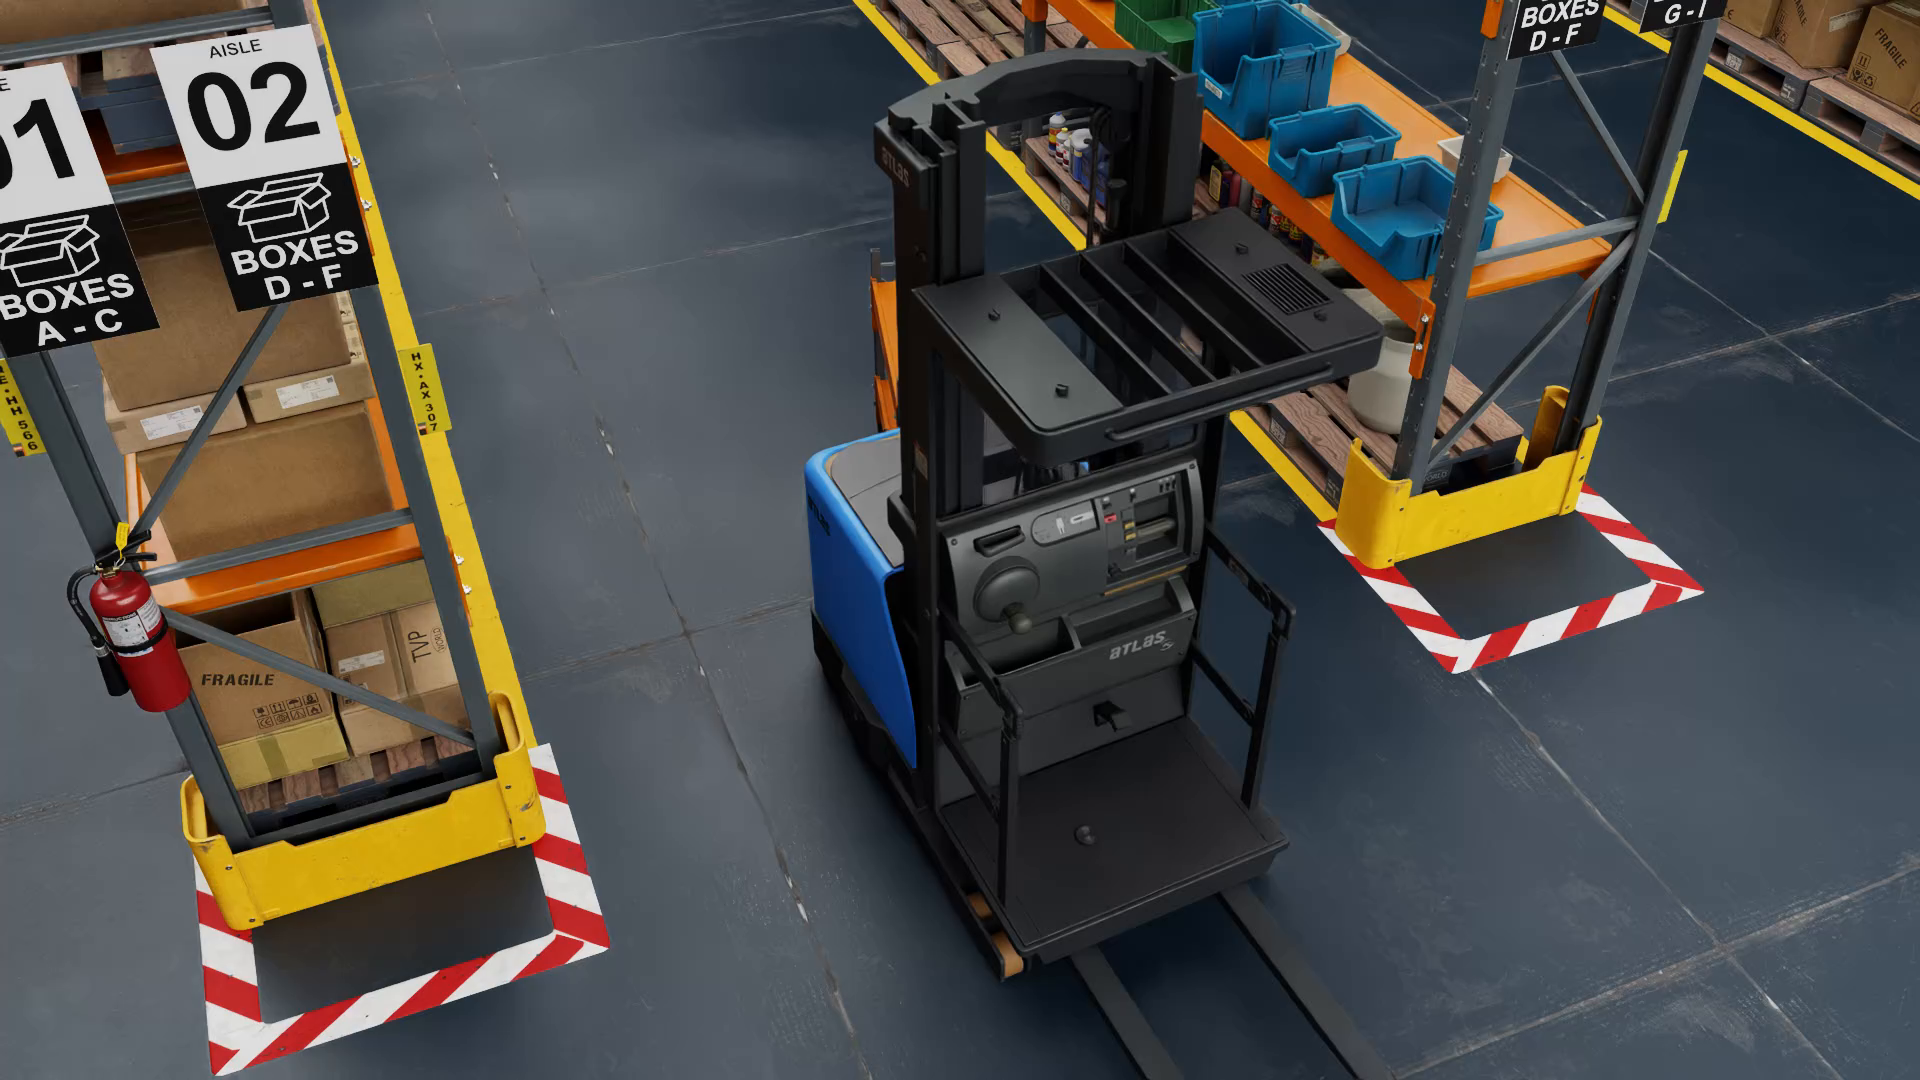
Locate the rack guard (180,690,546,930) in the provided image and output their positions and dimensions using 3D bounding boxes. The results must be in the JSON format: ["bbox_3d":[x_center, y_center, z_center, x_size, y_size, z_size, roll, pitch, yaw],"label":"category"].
[{"bbox_3d":[-2.173,0.989,6.135,1.175,0.500,0.348,-15,43,-17],"label":"rack guard"}]

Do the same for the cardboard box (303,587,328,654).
[{"bbox_3d":[-2.863,0.362,6.733,0.500,0.250,0.500,-15,43,-17],"label":"cardboard box"}]

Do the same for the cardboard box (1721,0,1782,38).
[{"bbox_3d":[5.557,-3.813,11.397,0.500,0.500,0.500,-16,43,-18],"label":"cardboard box"}]

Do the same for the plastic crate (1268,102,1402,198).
[{"bbox_3d":[1.685,-1.770,7.540,0.499,0.251,0.408,-15,43,-17],"label":"plastic crate"}]

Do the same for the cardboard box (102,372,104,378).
[{"bbox_3d":[-2.606,-0.597,5.488,0.380,0.149,0.250,-14,43,-16],"label":"cardboard box"}]

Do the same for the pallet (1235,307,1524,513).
[{"bbox_3d":[2.017,-0.674,8.291,1.003,0.211,1.213,-15,43,-17],"label":"pallet"}]

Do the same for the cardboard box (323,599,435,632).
[{"bbox_3d":[-2.376,0.231,6.886,0.500,0.250,0.500,-15,43,-17],"label":"cardboard box"}]

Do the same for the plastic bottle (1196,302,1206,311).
[{"bbox_3d":[1.288,-1.310,8.700,0.097,0.201,0.097,0,41,0],"label":"plastic bottle"}]

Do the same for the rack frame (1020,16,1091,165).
[{"bbox_3d":[0.865,-3.616,9.574,1.000,3.000,0.127,-15,43,-17],"label":"rack frame"}]

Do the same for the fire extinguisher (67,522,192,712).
[{"bbox_3d":[-2.566,0.243,5.145,0.296,0.674,0.183,-15,43,-17],"label":"fire extinguisher"}]

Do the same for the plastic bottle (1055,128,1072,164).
[{"bbox_3d":[0.621,-2.360,9.921,0.097,0.201,0.097,0,41,0],"label":"plastic bottle"}]

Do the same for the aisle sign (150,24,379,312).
[{"bbox_3d":[-1.874,-0.996,4.532,0.394,0.787,0.004,-15,43,-17],"label":"aisle sign"}]

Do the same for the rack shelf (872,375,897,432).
[{"bbox_3d":[-0.079,-0.382,7.625,0.538,0.278,1.000,-6,41,-6],"label":"rack shelf"}]

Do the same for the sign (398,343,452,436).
[{"bbox_3d":[-1.667,-0.466,5.186,0.100,0.325,0.005,-15,43,-17],"label":"sign"}]

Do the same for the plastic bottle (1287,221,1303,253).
[{"bbox_3d":[1.859,-1.716,9.118,0.097,0.271,0.097,0,41,0],"label":"plastic bottle"}]

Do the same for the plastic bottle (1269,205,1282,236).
[{"bbox_3d":[1.783,-1.809,9.280,0.097,0.201,0.097,0,41,0],"label":"plastic bottle"}]

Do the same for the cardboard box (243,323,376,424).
[{"bbox_3d":[-2.133,-0.547,5.430,0.380,0.149,0.250,-15,43,-17],"label":"cardboard box"}]

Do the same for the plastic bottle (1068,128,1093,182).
[{"bbox_3d":[0.731,-2.261,9.749,0.152,0.276,0.135,-14,43,-15],"label":"plastic bottle"}]

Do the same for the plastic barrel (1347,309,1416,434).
[{"bbox_3d":[2.073,-0.800,7.885,0.421,0.512,0.421,0,41,0],"label":"plastic barrel"}]

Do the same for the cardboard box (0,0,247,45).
[{"bbox_3d":[-2.398,-1.709,4.547,0.797,0.503,0.637,-12,42,-14],"label":"cardboard box"}]

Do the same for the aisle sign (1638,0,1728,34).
[{"bbox_3d":[2.694,-2.222,5.958,0.394,0.787,0.004,-15,43,-17],"label":"aisle sign"}]

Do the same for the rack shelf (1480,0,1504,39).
[{"bbox_3d":[1.631,-3.276,7.429,1.077,0.370,4.000,-15,43,-17],"label":"rack shelf"}]

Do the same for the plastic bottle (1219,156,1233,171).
[{"bbox_3d":[1.575,-2.153,9.566,0.144,0.351,0.185,-15,43,-17],"label":"plastic bottle"}]

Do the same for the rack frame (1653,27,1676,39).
[{"bbox_3d":[5.441,-4.852,11.010,1.000,3.000,0.127,-15,43,-17],"label":"rack frame"}]

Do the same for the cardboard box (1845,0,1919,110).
[{"bbox_3d":[6.094,-3.115,10.586,0.500,0.500,0.500,-19,44,-21],"label":"cardboard box"}]

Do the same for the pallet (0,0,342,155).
[{"bbox_3d":[-2.429,-1.510,4.891,1.003,0.211,1.213,-15,43,-17],"label":"pallet"}]

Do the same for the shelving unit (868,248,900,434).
[{"bbox_3d":[-0.079,-0.567,7.465,0.538,1.125,1.048,-6,41,-6],"label":"shelving unit"}]

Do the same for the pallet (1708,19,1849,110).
[{"bbox_3d":[5.731,-3.399,11.459,1.003,0.211,1.213,-15,43,-17],"label":"pallet"}]

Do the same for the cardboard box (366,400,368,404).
[{"bbox_3d":[-2.554,-0.611,6.002,0.700,0.500,0.500,-14,43,-16],"label":"cardboard box"}]

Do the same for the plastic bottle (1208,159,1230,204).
[{"bbox_3d":[1.490,-2.086,9.540,0.061,0.283,0.133,-15,43,-17],"label":"plastic bottle"}]

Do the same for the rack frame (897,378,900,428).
[{"bbox_3d":[-0.004,-0.239,7.084,0.500,1.125,0.032,-6,41,-6],"label":"rack frame"}]

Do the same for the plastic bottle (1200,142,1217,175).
[{"bbox_3d":[1.451,-2.347,9.792,0.144,0.351,0.185,-17,44,-19],"label":"plastic bottle"}]

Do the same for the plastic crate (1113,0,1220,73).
[{"bbox_3d":[1.124,-2.648,8.610,0.450,0.188,0.662,-15,43,-17],"label":"plastic crate"}]

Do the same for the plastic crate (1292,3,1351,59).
[{"bbox_3d":[1.721,-2.601,8.596,0.530,0.136,0.437,-15,43,-17],"label":"plastic crate"}]

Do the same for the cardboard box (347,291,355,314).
[{"bbox_3d":[-2.331,-0.856,5.790,0.380,0.149,0.250,-15,43,-17],"label":"cardboard box"}]

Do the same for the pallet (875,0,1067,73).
[{"bbox_3d":[0.058,-3.759,11.878,1.003,0.211,1.213,-15,43,-17],"label":"pallet"}]

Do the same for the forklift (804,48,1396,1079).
[{"bbox_3d":[0.483,0.099,5.306,1.130,2.935,3.031,-18,44,-19],"label":"forklift"}]

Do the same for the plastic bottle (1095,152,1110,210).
[{"bbox_3d":[0.863,-2.075,9.476,0.144,0.351,0.185,-17,43,-19],"label":"plastic bottle"}]

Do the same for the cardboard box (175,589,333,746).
[{"bbox_3d":[-2.662,0.377,6.141,0.500,0.500,0.500,-15,43,-17],"label":"cardboard box"}]

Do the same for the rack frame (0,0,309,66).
[{"bbox_3d":[-2.182,-2.248,3.381,1.000,3.000,0.127,-15,43,-17],"label":"rack frame"}]

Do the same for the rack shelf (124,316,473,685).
[{"bbox_3d":[-2.947,-0.905,6.973,1.077,0.370,4.000,-15,43,-17],"label":"rack shelf"}]

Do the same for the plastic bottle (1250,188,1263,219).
[{"bbox_3d":[1.704,-1.933,9.424,0.097,0.201,0.097,0,41,0],"label":"plastic bottle"}]

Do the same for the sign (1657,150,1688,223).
[{"bbox_3d":[2.906,-1.446,6.838,0.100,0.325,0.005,-15,43,-17],"label":"sign"}]

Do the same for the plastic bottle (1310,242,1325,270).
[{"bbox_3d":[1.950,-1.545,8.973,0.097,0.201,0.097,0,41,0],"label":"plastic bottle"}]

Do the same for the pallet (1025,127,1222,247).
[{"bbox_3d":[1.084,-2.144,10.000,1.003,0.211,1.213,-15,43,-17],"label":"pallet"}]
